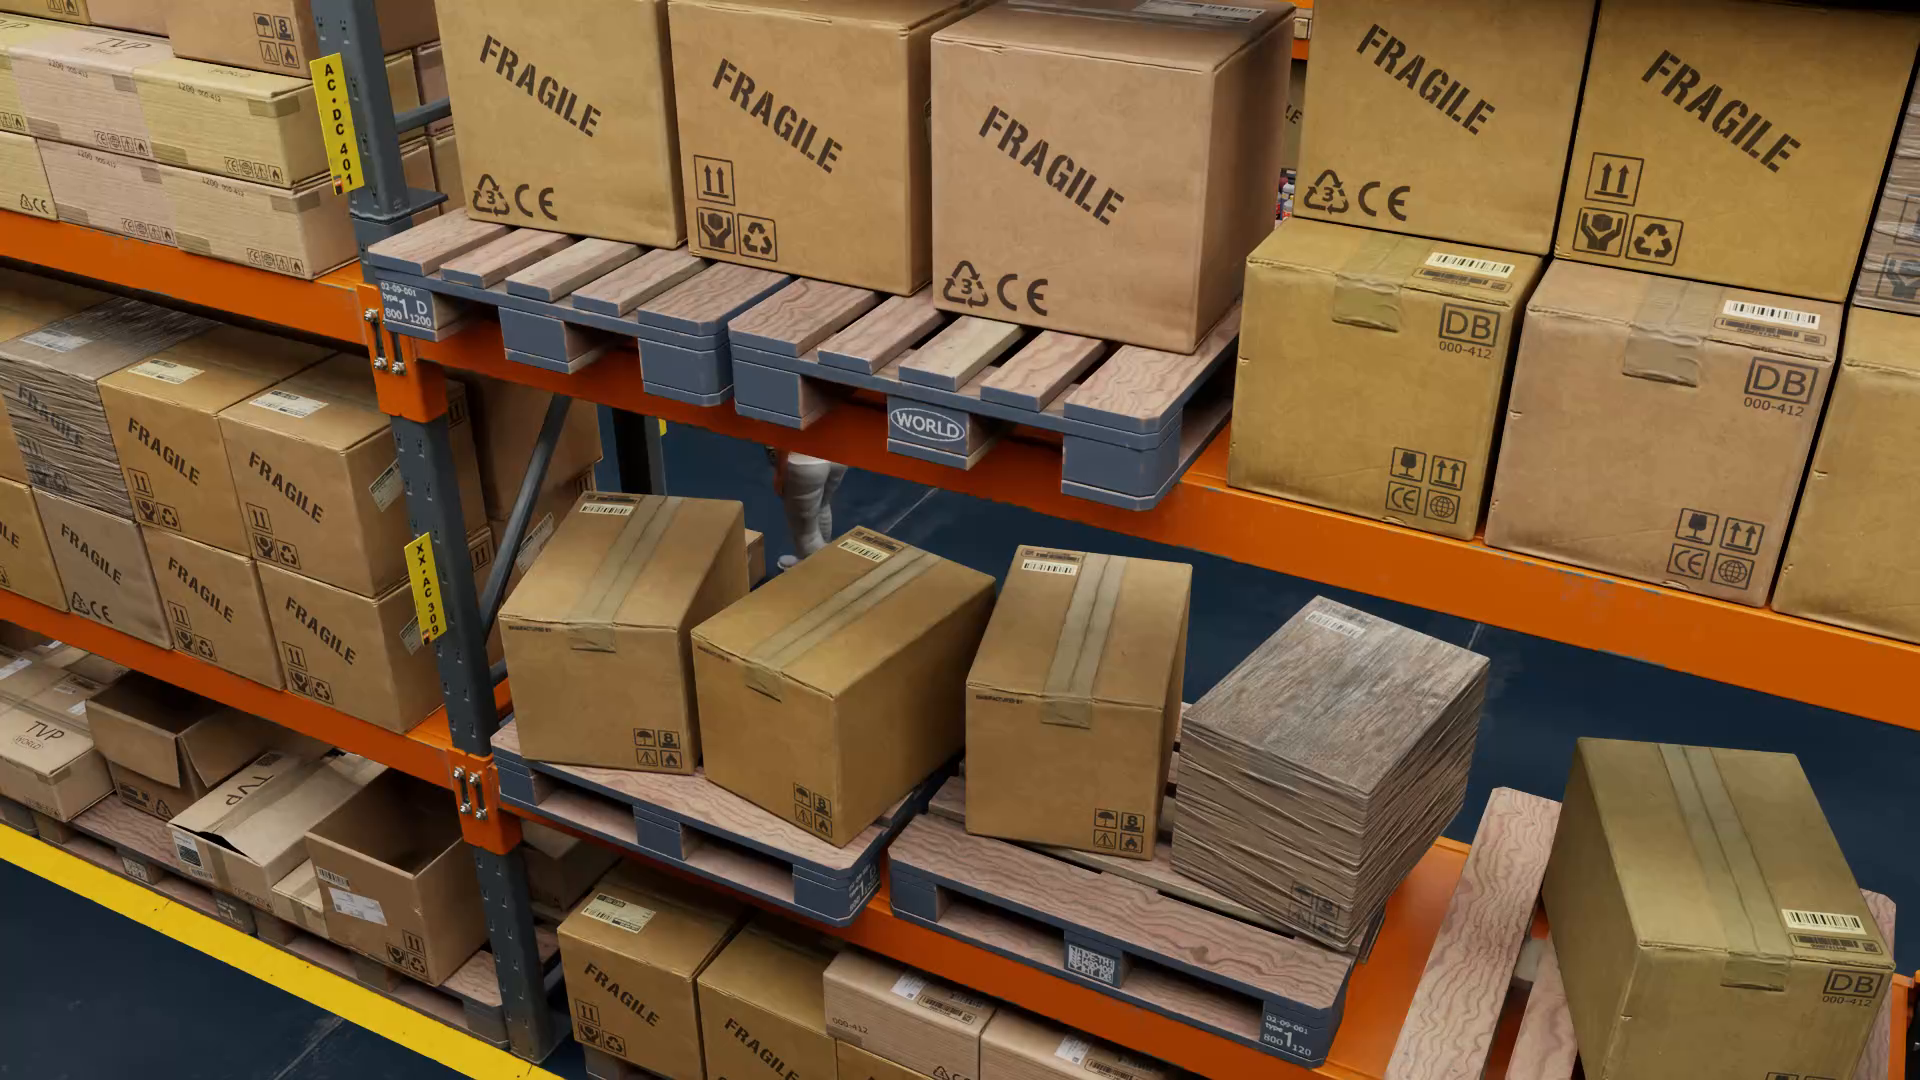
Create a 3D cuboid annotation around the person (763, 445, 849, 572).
[{"bbox_3d":[-0.793,-0.433,7.863,0.592,1.656,0.481,21,36,31],"label":"person"}]
